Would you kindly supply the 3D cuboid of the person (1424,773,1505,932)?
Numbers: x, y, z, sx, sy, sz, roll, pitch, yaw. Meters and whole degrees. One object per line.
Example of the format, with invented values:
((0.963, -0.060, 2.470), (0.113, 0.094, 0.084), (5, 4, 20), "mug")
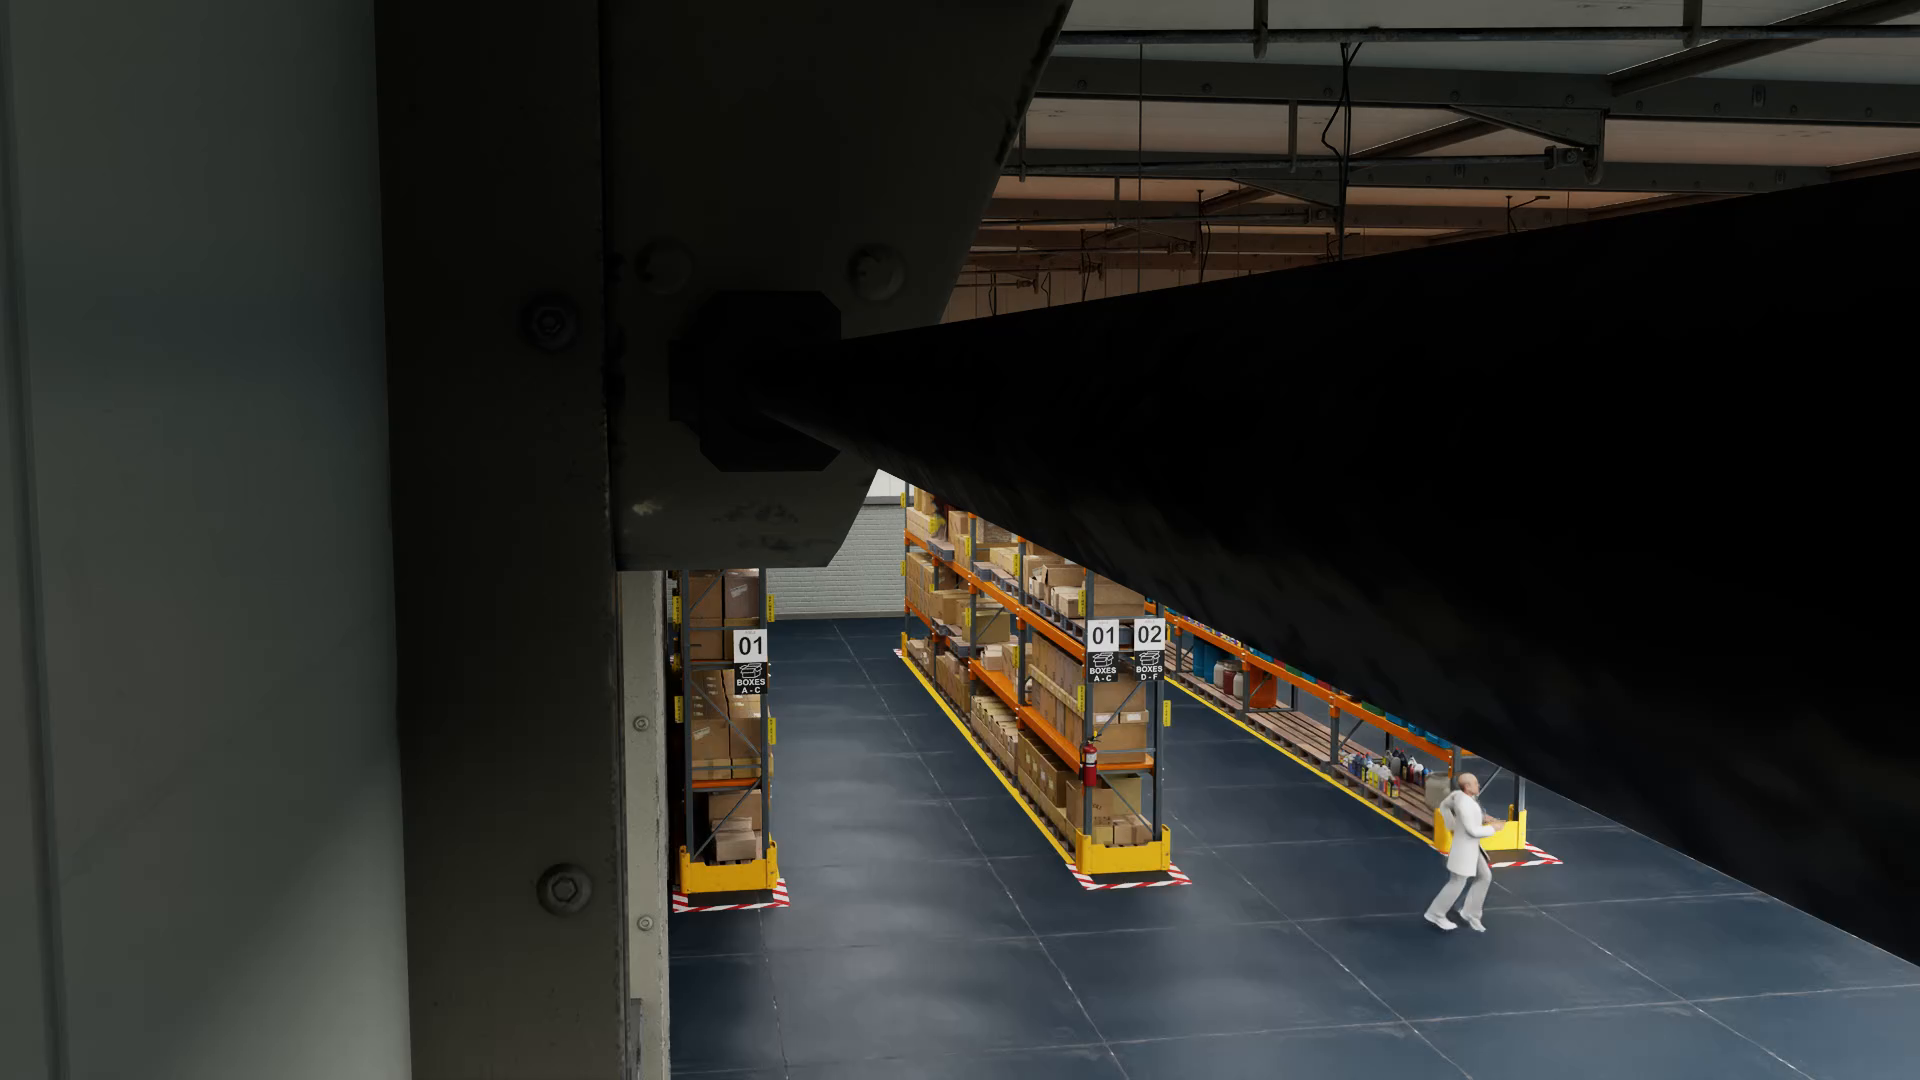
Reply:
((5.654, 3.524, 18.623), (0.840, 1.856, 0.708), (2, 6, 18), "person")
